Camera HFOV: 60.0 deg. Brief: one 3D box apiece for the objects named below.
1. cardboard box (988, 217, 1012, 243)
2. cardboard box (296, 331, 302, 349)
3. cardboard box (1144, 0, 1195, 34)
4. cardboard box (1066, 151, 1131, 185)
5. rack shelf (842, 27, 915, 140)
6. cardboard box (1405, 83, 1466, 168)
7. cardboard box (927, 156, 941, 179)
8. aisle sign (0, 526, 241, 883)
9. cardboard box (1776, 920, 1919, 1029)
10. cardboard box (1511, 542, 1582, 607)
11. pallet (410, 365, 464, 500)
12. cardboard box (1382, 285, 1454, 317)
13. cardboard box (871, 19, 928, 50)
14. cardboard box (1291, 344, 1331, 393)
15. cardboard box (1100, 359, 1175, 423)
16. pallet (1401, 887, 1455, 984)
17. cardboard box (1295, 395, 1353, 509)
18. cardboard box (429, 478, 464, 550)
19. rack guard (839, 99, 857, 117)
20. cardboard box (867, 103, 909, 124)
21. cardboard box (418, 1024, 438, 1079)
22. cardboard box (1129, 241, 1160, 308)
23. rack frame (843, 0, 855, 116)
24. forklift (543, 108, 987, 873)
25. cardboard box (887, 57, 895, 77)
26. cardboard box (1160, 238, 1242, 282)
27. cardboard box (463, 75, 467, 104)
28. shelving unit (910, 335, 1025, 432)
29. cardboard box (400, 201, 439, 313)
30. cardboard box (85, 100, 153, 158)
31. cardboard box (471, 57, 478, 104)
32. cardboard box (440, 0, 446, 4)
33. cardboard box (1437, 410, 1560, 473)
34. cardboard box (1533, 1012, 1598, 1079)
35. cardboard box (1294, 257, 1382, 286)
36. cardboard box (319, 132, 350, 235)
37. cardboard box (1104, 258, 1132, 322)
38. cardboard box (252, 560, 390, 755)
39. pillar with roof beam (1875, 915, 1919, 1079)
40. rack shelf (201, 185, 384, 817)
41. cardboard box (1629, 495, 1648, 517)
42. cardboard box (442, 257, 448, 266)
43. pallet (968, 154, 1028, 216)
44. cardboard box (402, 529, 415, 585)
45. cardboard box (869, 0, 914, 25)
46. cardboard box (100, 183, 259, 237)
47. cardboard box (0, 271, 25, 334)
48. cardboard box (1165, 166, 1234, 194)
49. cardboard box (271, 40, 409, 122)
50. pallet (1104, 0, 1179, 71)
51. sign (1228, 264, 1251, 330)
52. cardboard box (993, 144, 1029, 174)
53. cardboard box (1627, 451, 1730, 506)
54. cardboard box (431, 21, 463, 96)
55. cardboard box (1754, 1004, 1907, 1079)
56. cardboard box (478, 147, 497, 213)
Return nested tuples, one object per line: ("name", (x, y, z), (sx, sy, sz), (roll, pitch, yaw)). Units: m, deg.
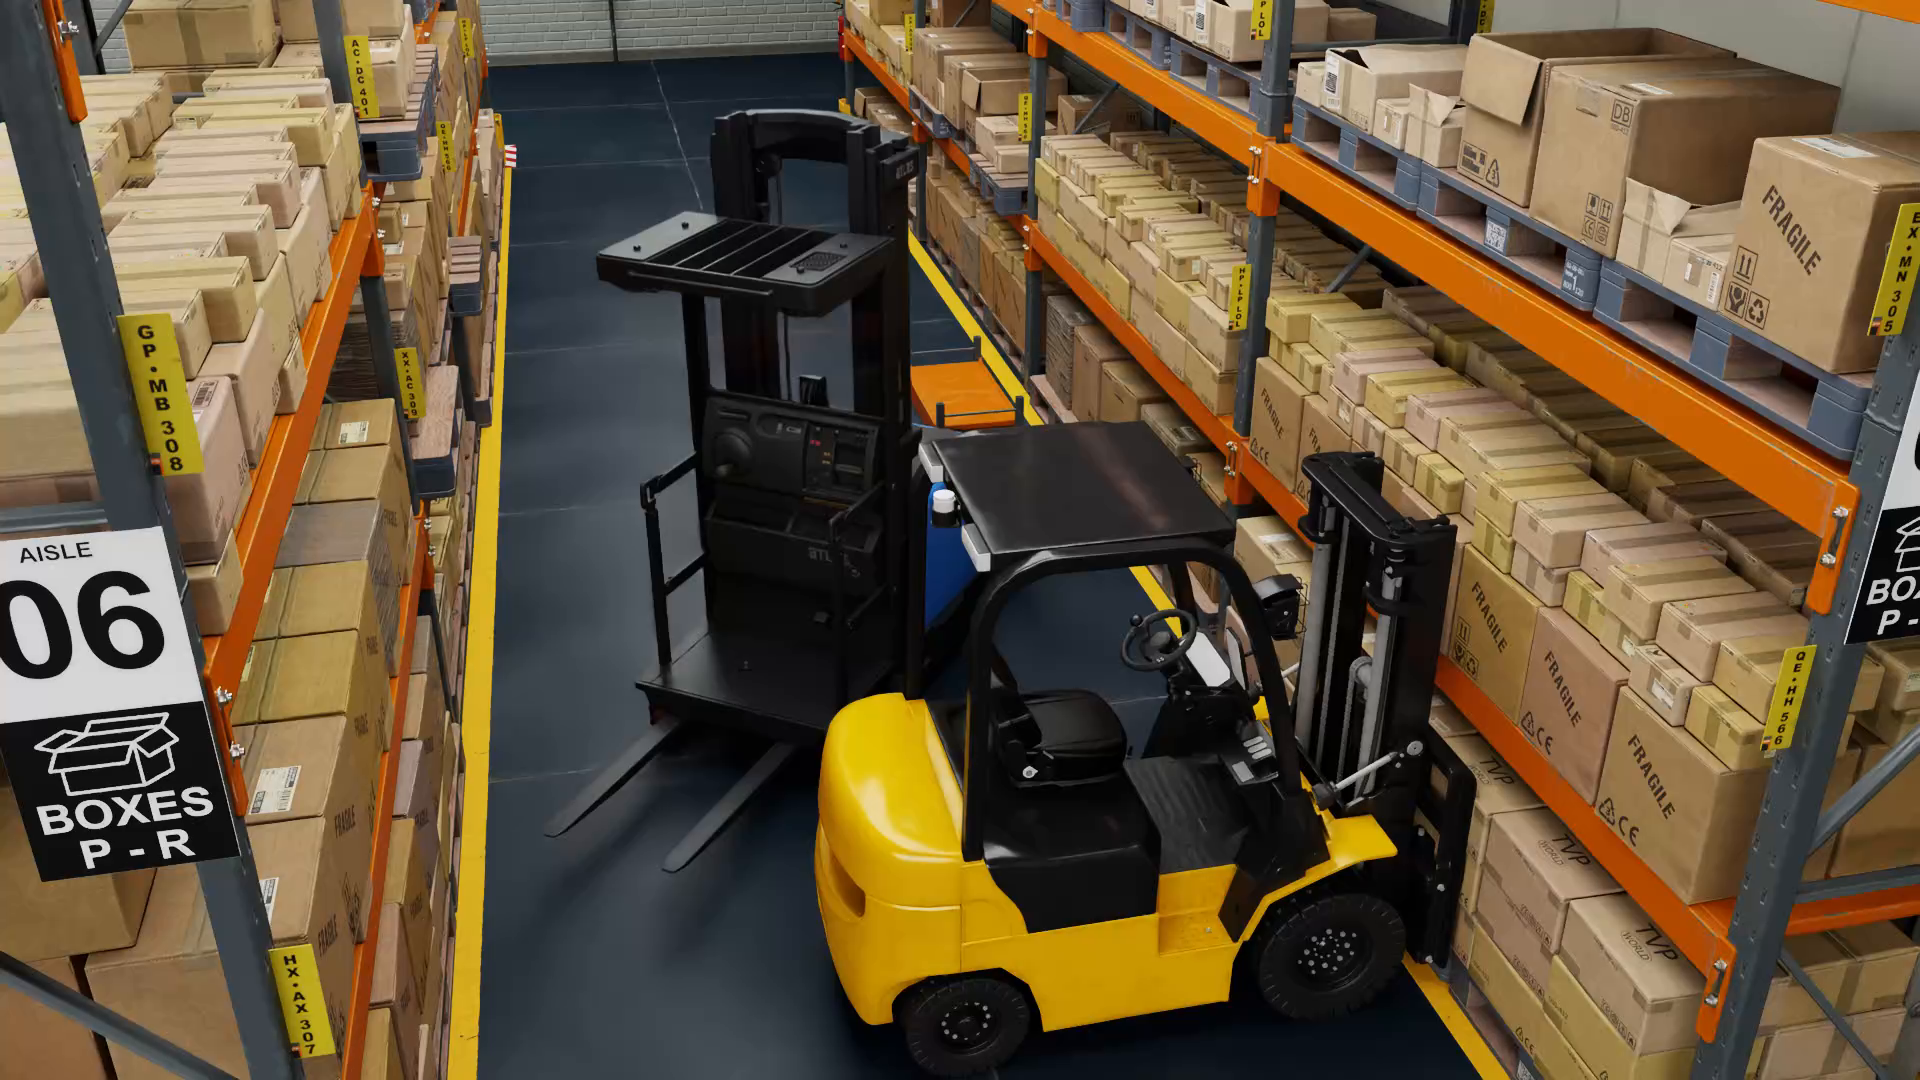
("cardboard box", (0.443, -2.526, 13.514), (0.380, 0.149, 0.250), (-6, 27, -12))
("cardboard box", (-2.203, -0.573, 5.007), (0.380, 0.149, 0.250), (-7, 28, -13))
("cardboard box", (1.310, -2.912, 8.884), (0.500, 0.311, 0.500), (-7, 28, -13))
("cardboard box", (0.911, -2.444, 10.932), (0.380, 0.149, 0.250), (-5, 27, -10))
("rack shelf", (-0.371, -4.820, 17.269), (1.077, 0.370, 4.000), (-6, 27, -12))
("cardboard box", (1.922, -1.580, 6.294), (0.396, 0.266, 0.258), (-7, 28, -13))
("cardboard box", (-0.098, -3.440, 15.324), (0.380, 0.149, 0.250), (-5, 27, -9))
("aisle sign", (-1.735, 0.346, 3.351), (0.394, 0.787, 0.004), (-6, 27, -12))
("cardboard box", (2.861, 1.369, 5.686), (0.500, 0.250, 0.500), (-6, 27, -12))
("cardboard box", (2.197, 0.095, 5.901), (0.380, 0.149, 0.250), (-7, 28, -13))
("pallet", (-2.983, -0.510, 8.144), (1.003, 0.211, 1.213), (-6, 27, -12))
("cardboard box", (2.249, -1.108, 7.956), (0.380, 0.149, 0.250), (-6, 27, -11))
("cardboard box", (-0.614, -5.192, 17.045), (0.500, 0.250, 0.500), (-7, 28, -13))
("cardboard box", (1.758, -0.805, 7.685), (0.380, 0.149, 0.250), (-5, 27, -10))
("cardboard box", (1.416, -0.777, 10.631), (0.875, 0.625, 0.625), (-7, 28, -14))
("pallet", (2.300, 1.384, 7.274), (1.003, 0.211, 1.213), (-6, 27, -12))
("cardboard box", (1.862, -0.347, 7.498), (0.500, 0.500, 0.500), (-5, 27, -11))
("cardboard box", (-3.396, -0.110, 9.589), (0.950, 0.372, 0.625), (-5, 27, -10))
("rack guard", (-0.804, -4.870, 19.343), (1.175, 0.500, 0.348), (-6, 27, -12))
("cardboard box", (-0.621, -4.433, 18.012), (0.700, 0.500, 0.500), (-5, 27, -9))
("cardboard box", (-2.071, 1.944, 5.656), (0.500, 0.250, 0.500), (-5, 27, -10))
("cardboard box", (1.291, -1.547, 9.597), (0.500, 0.250, 0.500), (-5, 27, -11))
("rack frame", (-0.821, -6.019, 18.846), (1.000, 3.000, 0.127), (-6, 27, -12))
("forklift", (-0.902, -0.397, 7.784), (1.130, 2.935, 3.031), (11, 29, 21))
("cardboard box", (-0.517, -4.716, 16.543), (0.380, 0.149, 0.250), (-6, 27, -12))
("cardboard box", (1.322, -1.539, 9.139), (0.380, 0.149, 0.250), (-7, 28, -13))
("cardboard box", (-4.419, -3.745, 13.952), (0.500, 0.250, 0.500), (-6, 27, -12))
("shelving unit", (-0.002, -0.505, 10.002), (0.538, 1.125, 1.048), (-6, 27, -12))
("cardboard box", (-3.116, -1.508, 9.001), (0.500, 0.500, 0.500), (-7, 28, -14))
("cardboard box", (-3.061, -1.429, 5.817), (0.380, 0.149, 0.250), (-7, 28, -13))
("cardboard box", (-4.715, -4.256, 15.242), (0.500, 0.500, 0.500), (-6, 27, -11))
("cardboard box", (-4.573, -4.703, 14.298), (0.380, 0.149, 0.250), (-6, 27, -12))
("cardboard box", (2.107, -0.383, 6.518), (0.380, 0.149, 0.250), (-6, 27, -11))
("cardboard box", (2.371, 1.871, 5.800), (0.500, 0.250, 0.500), (-6, 27, -11))
("cardboard box", (2.004, -1.384, 8.833), (0.380, 0.149, 0.250), (-7, 28, -13))
("cardboard box", (-2.475, -1.262, 5.929), (0.500, 0.250, 0.500), (-6, 27, -12))
("cardboard box", (1.190, -1.546, 10.150), (0.500, 0.250, 0.500), (-5, 27, -10))
("cardboard box", (-2.246, 0.424, 5.640), (0.500, 0.500, 0.500), (-7, 28, -13))
("pillar with roof beam", (-0.689, -1.633, 3.499), (9.100, 9.000, 0.400), (-6, 27, -12))
("rack shelf", (-2.501, -0.385, 5.154), (1.077, 0.370, 4.000), (-6, 27, -12))
("cardboard box", (2.740, -0.076, 6.241), (0.380, 0.149, 0.250), (-5, 27, -10))
("cardboard box", (-3.270, -1.629, 9.961), (0.380, 0.149, 0.250), (-7, 28, -14))
("pallet", (0.760, -2.712, 12.507), (1.213, 0.211, 1.003), (-6, 27, -12))
("cardboard box", (-2.520, 0.086, 7.030), (0.380, 0.149, 0.250), (-5, 27, -10))
("cardboard box", (-0.643, -5.535, 16.890), (0.500, 0.500, 0.500), (-5, 27, -10))
("cardboard box", (-2.244, -0.920, 4.809), (0.380, 0.149, 0.250), (-5, 27, -11))
("cardboard box", (-2.518, -0.535, 4.045), (0.380, 0.149, 0.250), (-6, 27, -11))
("cardboard box", (1.525, -2.272, 10.592), (0.380, 0.149, 0.250), (-6, 27, -12))
("cardboard box", (-2.693, -2.002, 7.259), (0.500, 0.250, 0.500), (-7, 28, -13))
("pallet", (1.477, -2.982, 9.710), (1.003, 0.211, 1.213), (-5, 27, -9))
("sign", (1.357, -1.173, 8.048), (0.100, 0.325, 0.005), (-6, 27, -12))
("cardboard box", (0.460, -2.832, 12.344), (0.380, 0.149, 0.250), (-5, 27, -11))
("cardboard box", (2.729, -0.212, 6.181), (0.380, 0.149, 0.250), (-7, 28, -13))
("cardboard box", (-4.286, -3.851, 13.331), (0.500, 0.500, 0.500), (-5, 27, -11))
("cardboard box", (2.881, 1.594, 5.793), (0.500, 0.250, 0.500), (-5, 27, -11))
("cardboard box", (-4.994, -3.480, 16.194), (0.875, 0.438, 0.875), (-7, 28, -13))
